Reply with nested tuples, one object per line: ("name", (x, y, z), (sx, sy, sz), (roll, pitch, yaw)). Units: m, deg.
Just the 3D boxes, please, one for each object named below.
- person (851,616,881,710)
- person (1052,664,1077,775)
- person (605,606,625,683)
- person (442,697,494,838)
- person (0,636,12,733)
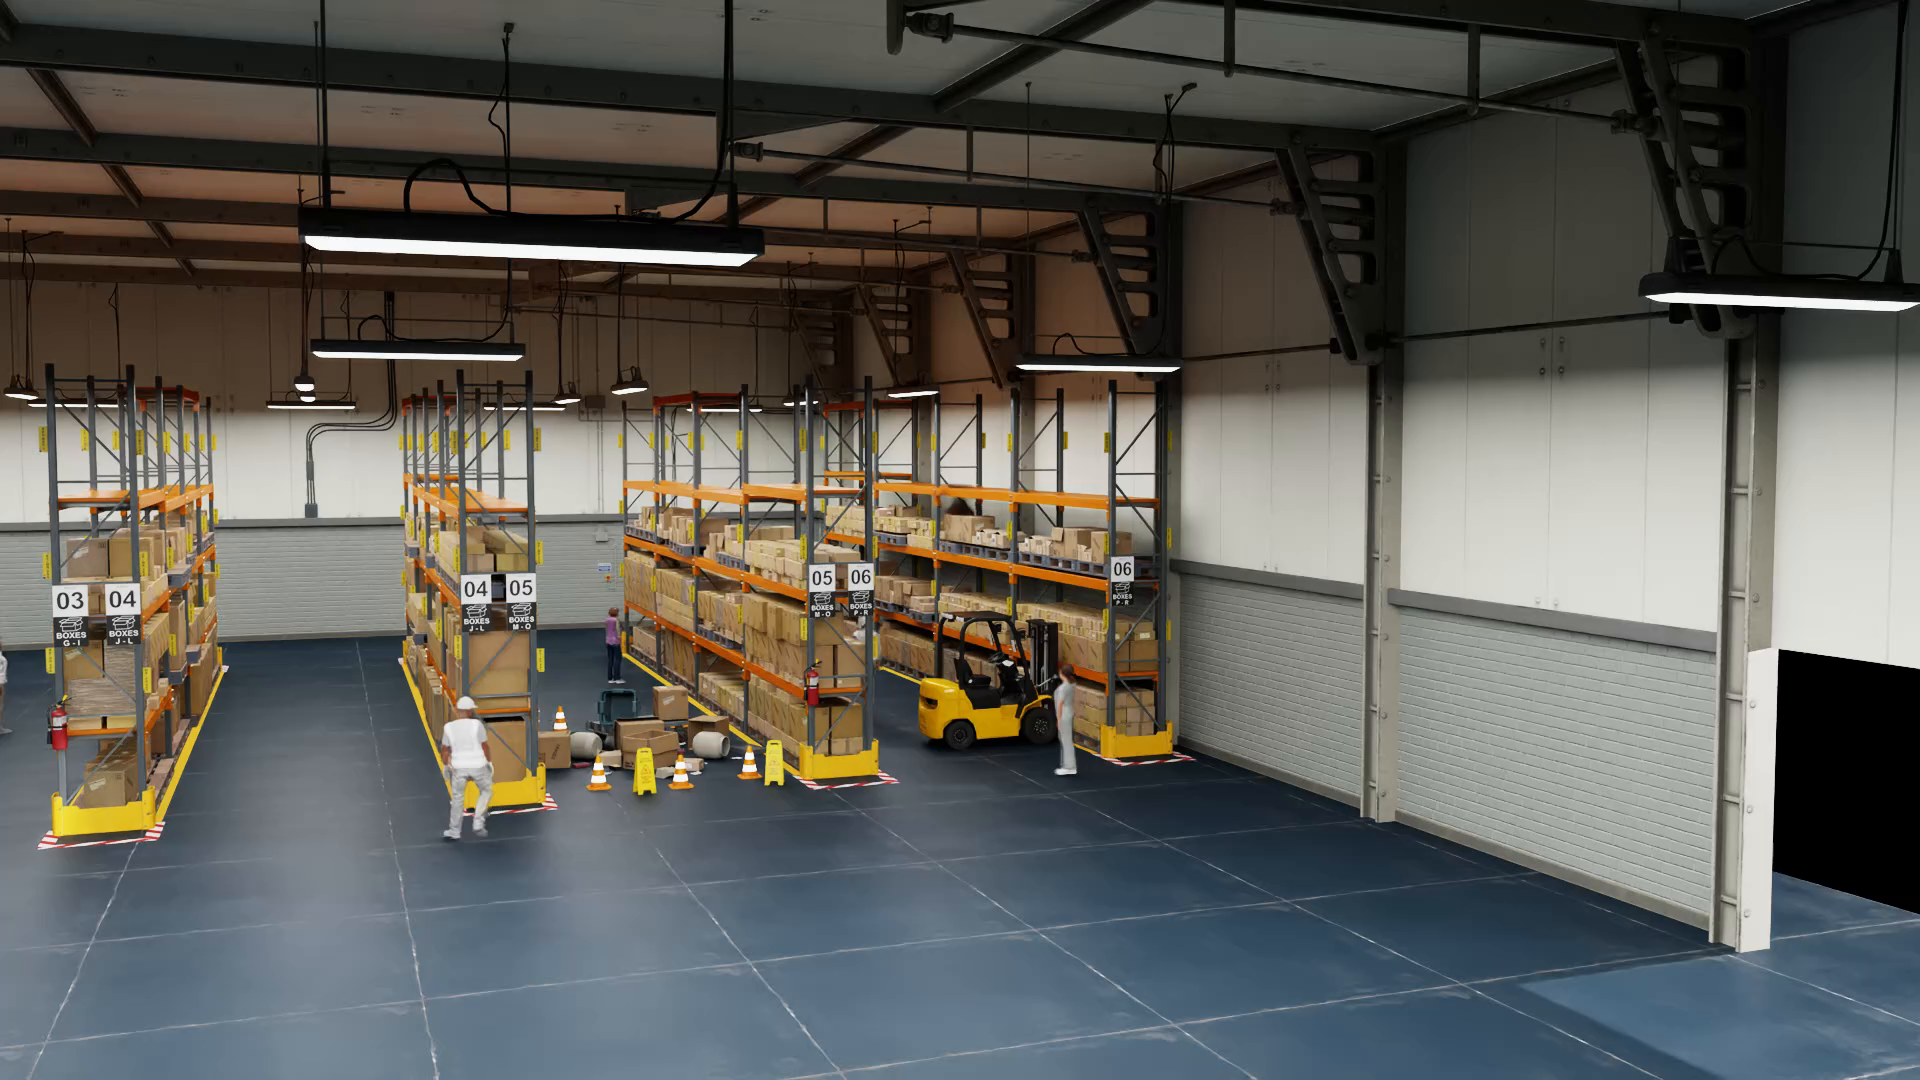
("person", (-1.740, 2.223, 30.254), (0.495, 1.791, 0.689), (-2, 4, -25))
("person", (1.580, 2.708, 25.123), (0.381, 1.696, 0.560), (0, 3, 6))
("person", (-7.171, 2.176, 34.525), (0.472, 1.600, 0.333), (2, 4, 35))
("person", (-6.217, 2.872, 20.972), (0.662, 1.786, 0.409), (0, 3, -4))
("person", (-16.534, 2.488, 28.608), (0.364, 1.707, 0.502), (-2, 4, -34))
